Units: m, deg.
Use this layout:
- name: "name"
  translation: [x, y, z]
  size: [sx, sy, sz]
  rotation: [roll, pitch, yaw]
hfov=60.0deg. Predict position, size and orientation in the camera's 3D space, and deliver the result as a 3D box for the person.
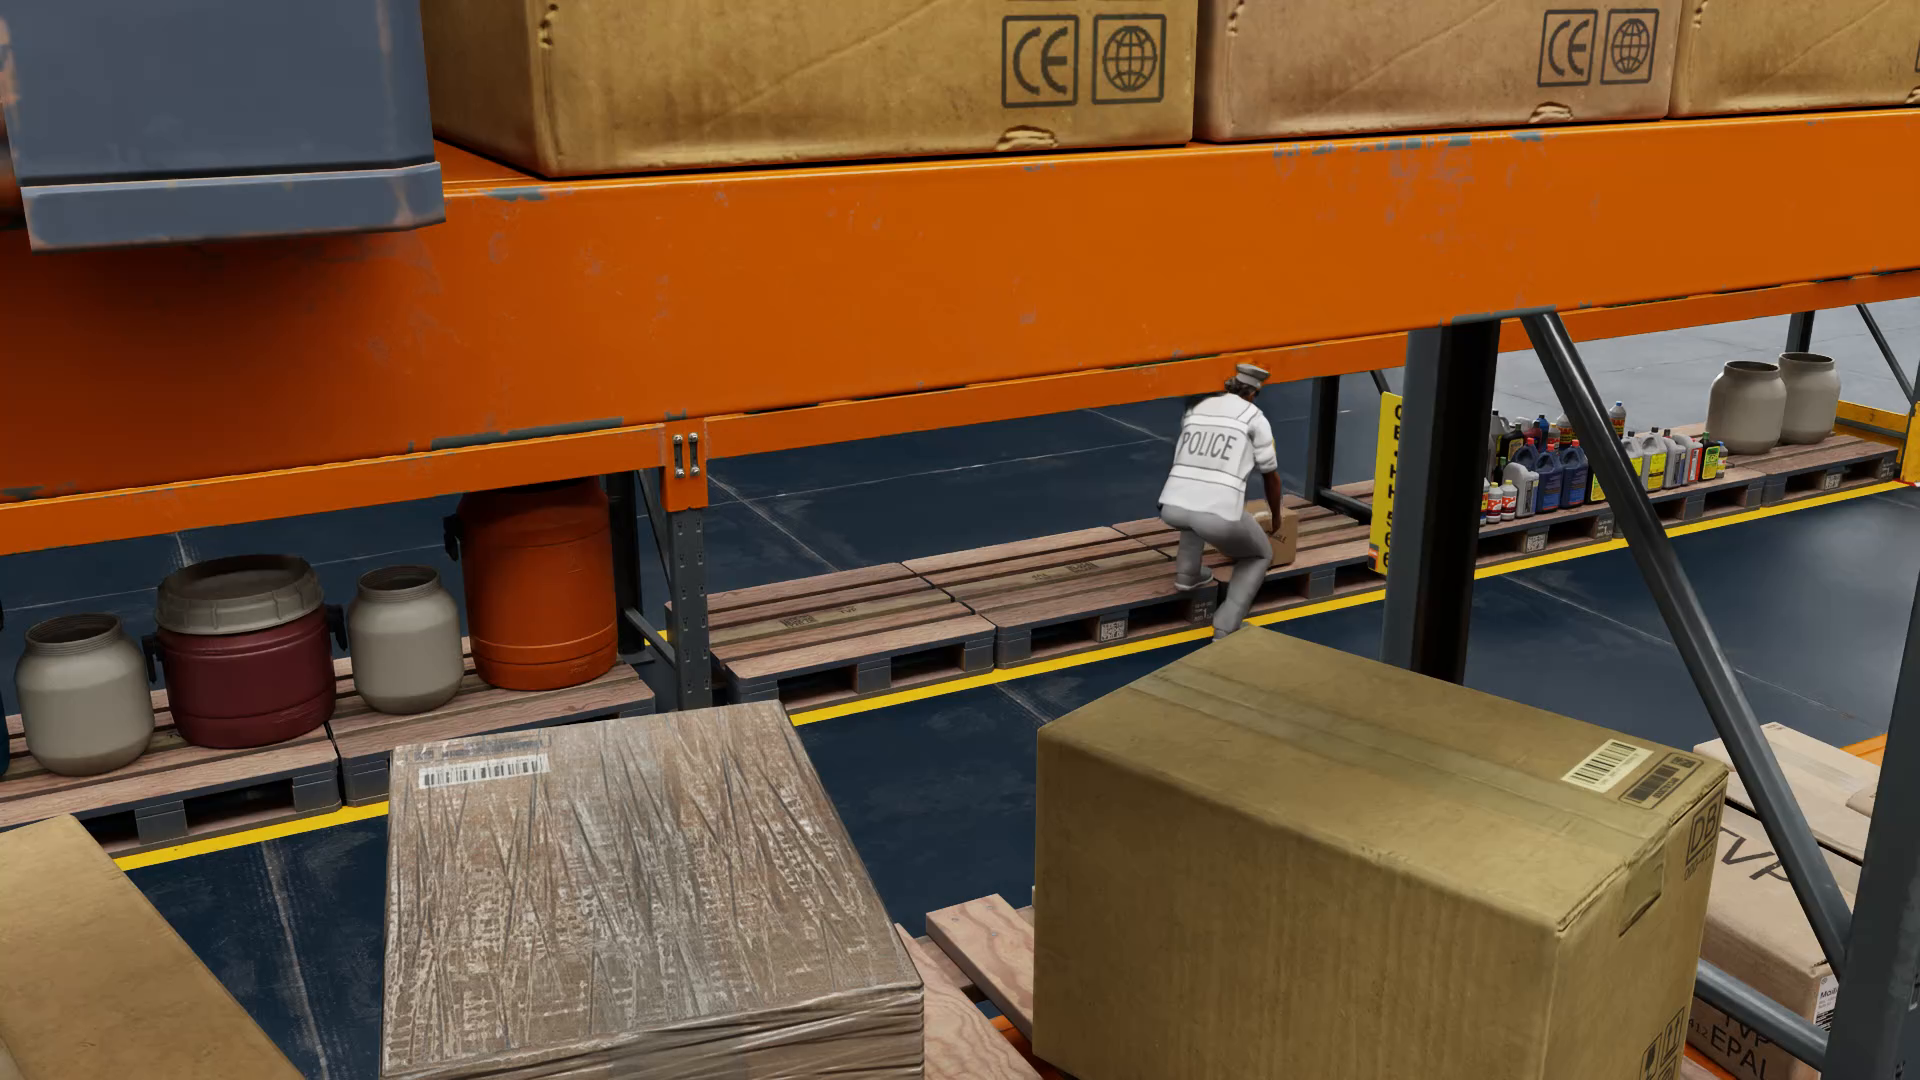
- name: "person"
  translation: [1.188, -0.178, 7.722]
  size: [0.502, 1.267, 0.742]
  rotation: [14, 23, 35]
